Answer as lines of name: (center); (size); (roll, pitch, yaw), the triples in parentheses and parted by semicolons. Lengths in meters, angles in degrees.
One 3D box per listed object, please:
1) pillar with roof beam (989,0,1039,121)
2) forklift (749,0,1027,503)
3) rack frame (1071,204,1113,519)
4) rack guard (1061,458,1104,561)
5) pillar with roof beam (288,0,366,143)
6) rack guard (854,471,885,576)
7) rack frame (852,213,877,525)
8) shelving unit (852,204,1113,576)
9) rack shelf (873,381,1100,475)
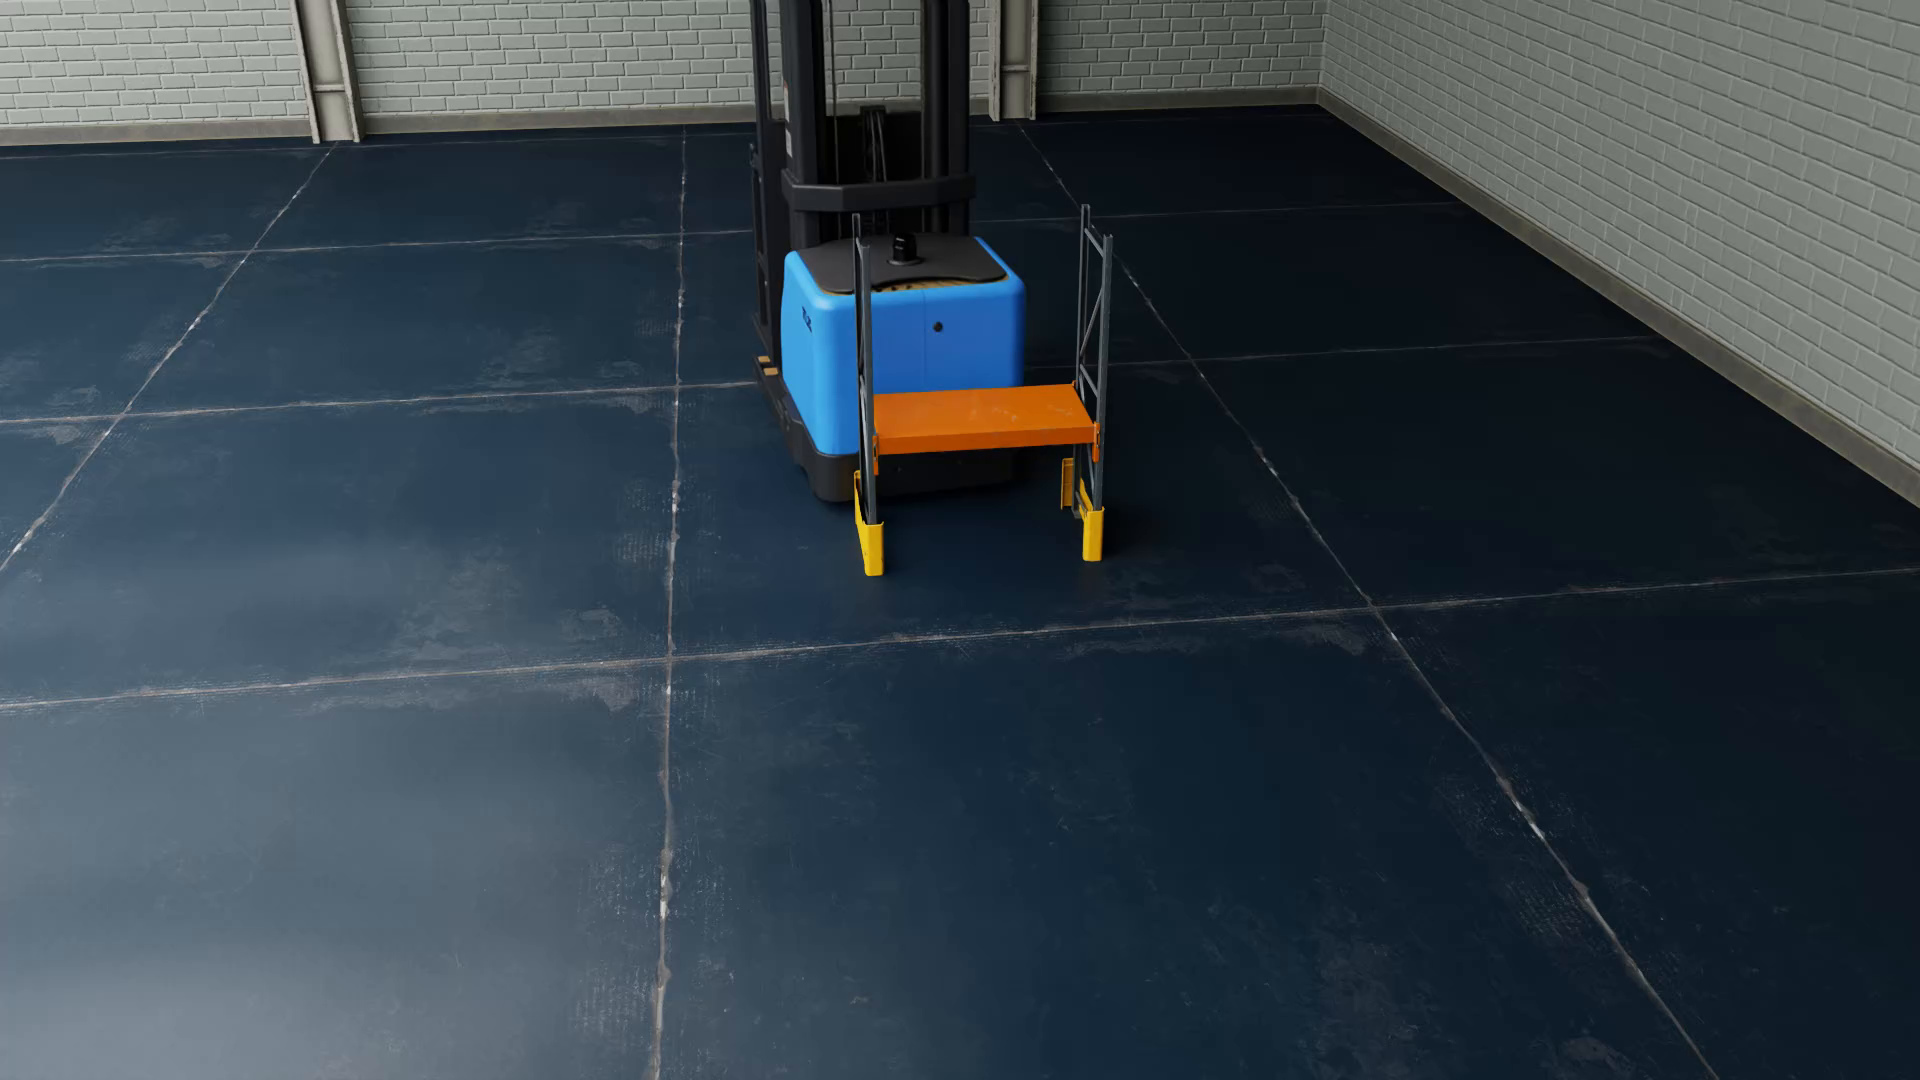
pillar with roof beam: (1.083, -5.977, 9.541); (0.400, 9.000, 9.100); (-4, 27, -7)
forklift: (-0.553, -2.137, 8.704); (1.130, 2.935, 3.031); (-7, 28, -14)
rack frame: (0.588, -0.705, 7.481); (0.032, 1.500, 0.500); (-4, 27, -7)
rack guard: (0.569, -0.148, 7.764); (0.087, 0.250, 0.587); (-4, 27, -7)
pillar with roof beam: (-4.859, -5.595, 8.797); (0.400, 9.000, 9.100); (-4, 27, -7)
rack guard: (-0.418, -0.084, 7.641); (0.087, 0.250, 0.587); (-4, 27, -7)
rack frame: (-0.419, -0.640, 7.355); (0.032, 1.500, 0.500); (-4, 27, -7)
shelving unit: (0.076, -0.672, 7.417); (1.083, 1.500, 0.587); (-4, 27, -7)
rack shelf: (0.084, -0.513, 7.500); (1.000, 0.185, 0.538); (-4, 27, -7)
